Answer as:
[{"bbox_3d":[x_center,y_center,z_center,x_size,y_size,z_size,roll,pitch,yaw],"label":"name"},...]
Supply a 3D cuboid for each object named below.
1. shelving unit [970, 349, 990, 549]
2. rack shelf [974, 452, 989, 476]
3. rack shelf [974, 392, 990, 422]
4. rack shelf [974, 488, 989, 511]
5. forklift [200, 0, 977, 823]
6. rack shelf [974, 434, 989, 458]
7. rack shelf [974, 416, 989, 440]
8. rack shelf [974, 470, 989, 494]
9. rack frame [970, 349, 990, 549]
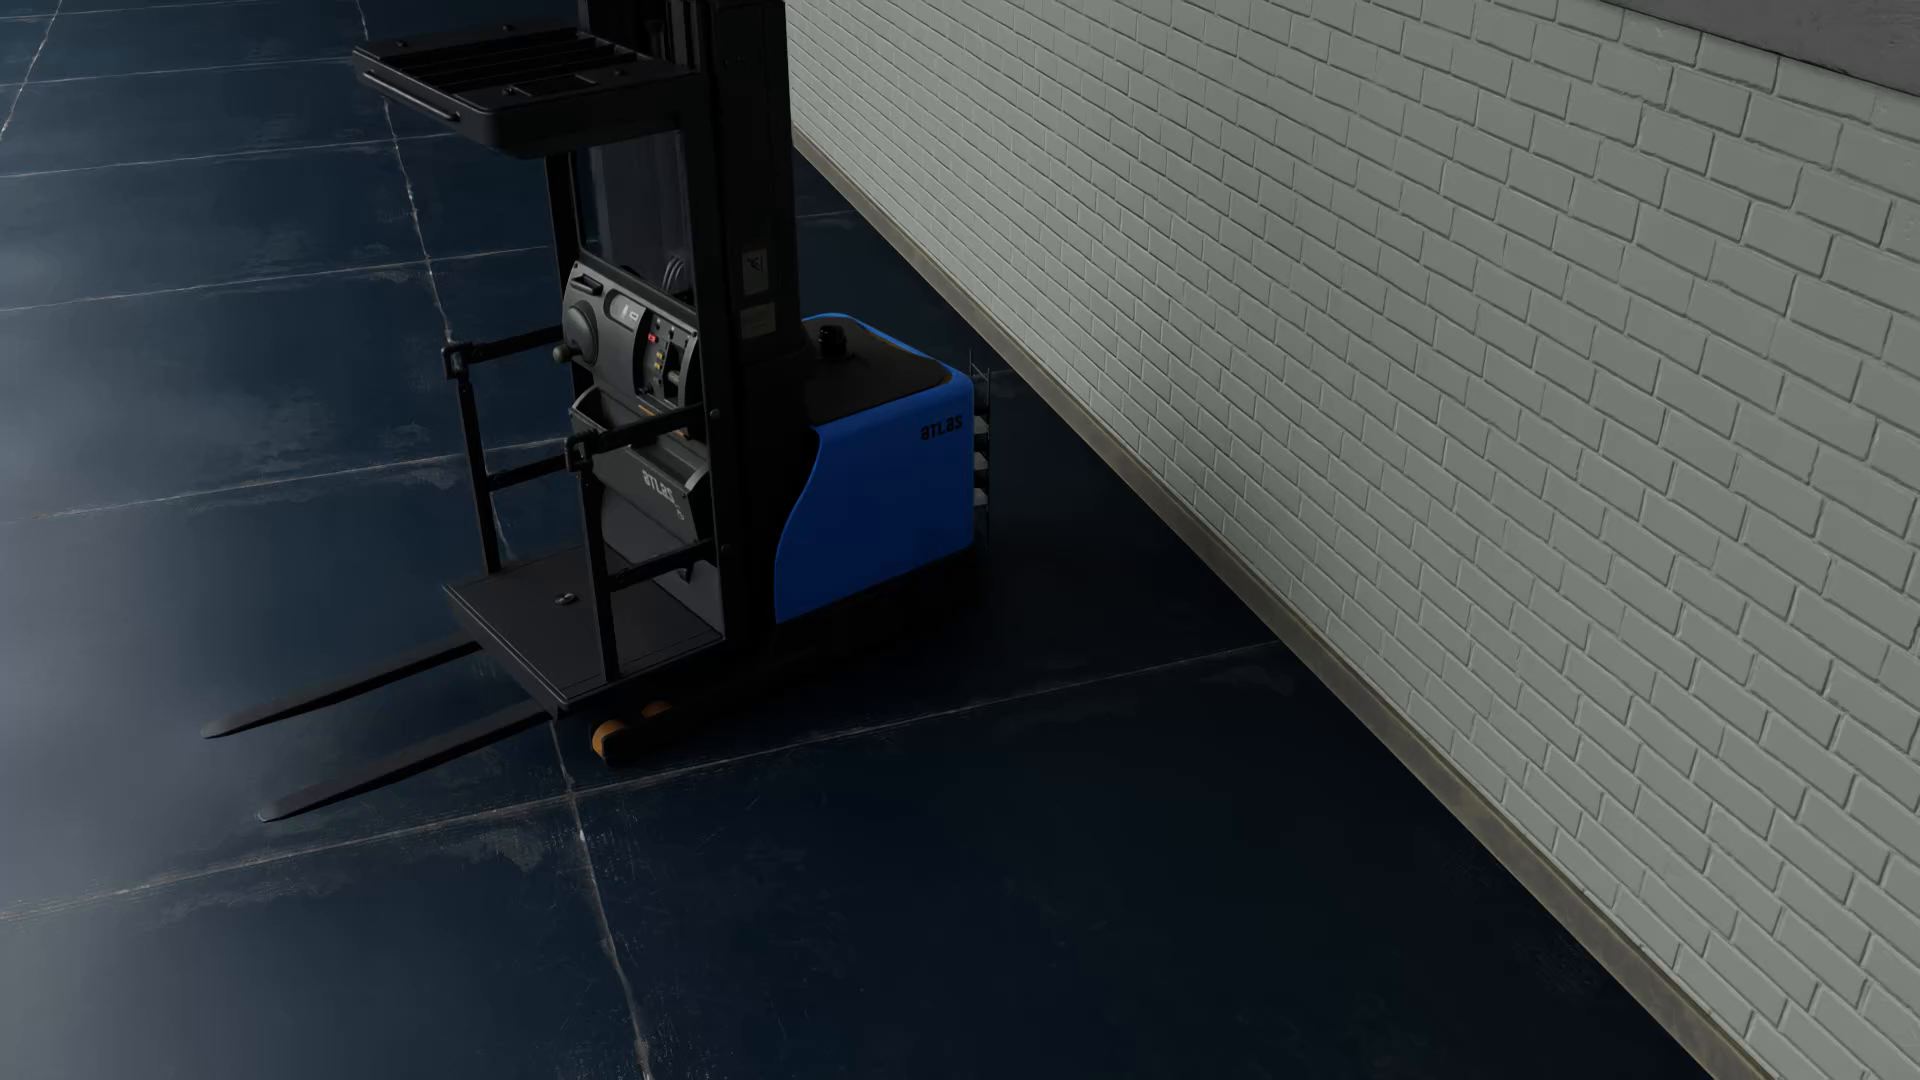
[{"bbox_3d":[-0.008,-0.390,7.525,0.210,0.900,0.258,-10,31,-18],"label":"shelving unit"},{"bbox_3d":[-0.008,-0.361,7.541,0.200,0.077,0.258,-10,31,-18],"label":"rack shelf"},{"bbox_3d":[-0.008,-0.595,7.408,0.200,0.077,0.258,-10,31,-18],"label":"rack shelf"},{"bbox_3d":[-0.008,-0.204,7.630,0.200,0.077,0.258,-10,31,-18],"label":"rack shelf"},{"bbox_3d":[-1.392,-0.725,6.062,3.031,2.935,1.130,-22,36,-33],"label":"forklift"},{"bbox_3d":[-0.008,-0.439,7.497,0.200,0.077,0.258,-10,31,-18],"label":"rack shelf"},{"bbox_3d":[-0.008,-0.517,7.452,0.200,0.077,0.258,-10,31,-18],"label":"rack shelf"},{"bbox_3d":[-0.008,-0.282,7.586,0.200,0.077,0.258,-10,31,-18],"label":"rack shelf"},{"bbox_3d":[0.088,-0.407,7.556,0.006,0.900,0.240,-10,31,-18],"label":"rack frame"}]
